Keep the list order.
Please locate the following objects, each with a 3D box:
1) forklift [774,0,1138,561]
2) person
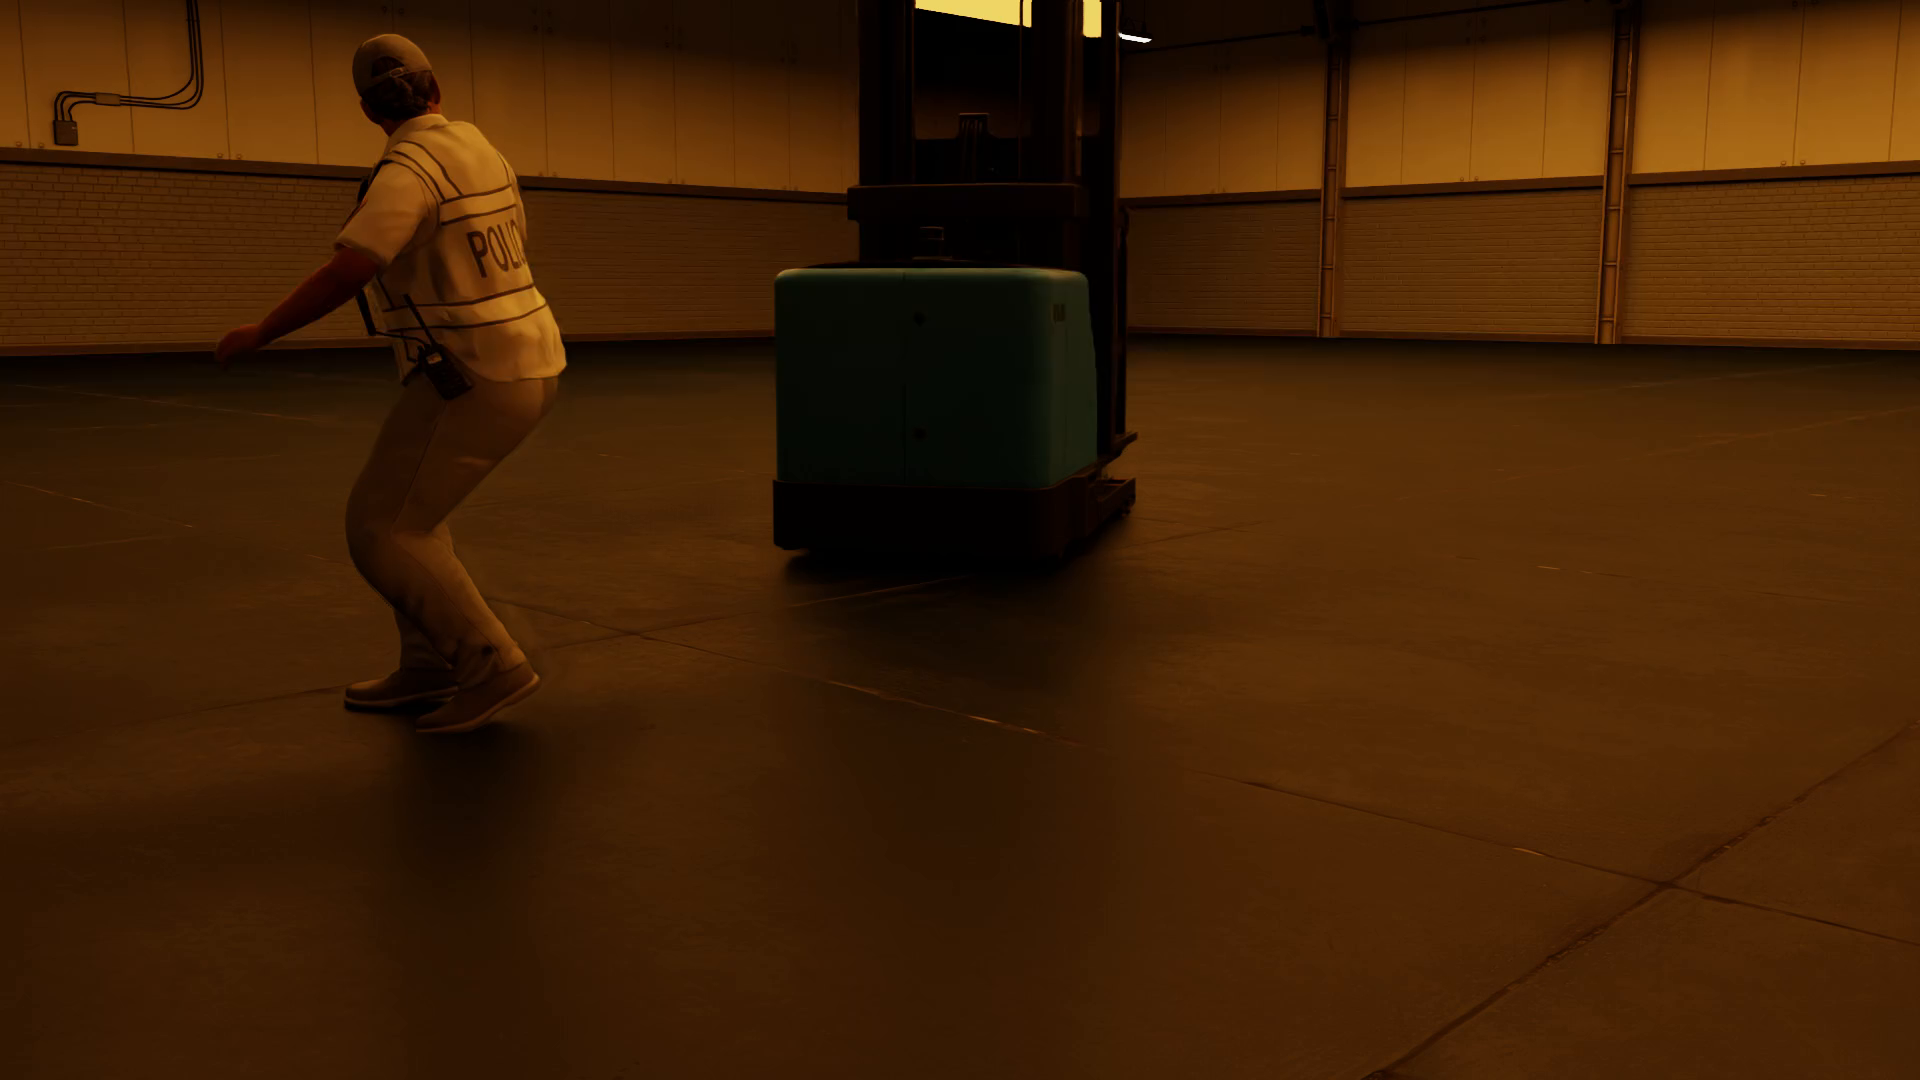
[{"bbox_3d":[0.180,-1.552,7.179,1.130,2.935,3.031,2,9,14],"label":"forklift"},{"bbox_3d":[-1.296,-0.362,3.893,0.710,1.586,0.739,0,9,-1],"label":"person"}]
